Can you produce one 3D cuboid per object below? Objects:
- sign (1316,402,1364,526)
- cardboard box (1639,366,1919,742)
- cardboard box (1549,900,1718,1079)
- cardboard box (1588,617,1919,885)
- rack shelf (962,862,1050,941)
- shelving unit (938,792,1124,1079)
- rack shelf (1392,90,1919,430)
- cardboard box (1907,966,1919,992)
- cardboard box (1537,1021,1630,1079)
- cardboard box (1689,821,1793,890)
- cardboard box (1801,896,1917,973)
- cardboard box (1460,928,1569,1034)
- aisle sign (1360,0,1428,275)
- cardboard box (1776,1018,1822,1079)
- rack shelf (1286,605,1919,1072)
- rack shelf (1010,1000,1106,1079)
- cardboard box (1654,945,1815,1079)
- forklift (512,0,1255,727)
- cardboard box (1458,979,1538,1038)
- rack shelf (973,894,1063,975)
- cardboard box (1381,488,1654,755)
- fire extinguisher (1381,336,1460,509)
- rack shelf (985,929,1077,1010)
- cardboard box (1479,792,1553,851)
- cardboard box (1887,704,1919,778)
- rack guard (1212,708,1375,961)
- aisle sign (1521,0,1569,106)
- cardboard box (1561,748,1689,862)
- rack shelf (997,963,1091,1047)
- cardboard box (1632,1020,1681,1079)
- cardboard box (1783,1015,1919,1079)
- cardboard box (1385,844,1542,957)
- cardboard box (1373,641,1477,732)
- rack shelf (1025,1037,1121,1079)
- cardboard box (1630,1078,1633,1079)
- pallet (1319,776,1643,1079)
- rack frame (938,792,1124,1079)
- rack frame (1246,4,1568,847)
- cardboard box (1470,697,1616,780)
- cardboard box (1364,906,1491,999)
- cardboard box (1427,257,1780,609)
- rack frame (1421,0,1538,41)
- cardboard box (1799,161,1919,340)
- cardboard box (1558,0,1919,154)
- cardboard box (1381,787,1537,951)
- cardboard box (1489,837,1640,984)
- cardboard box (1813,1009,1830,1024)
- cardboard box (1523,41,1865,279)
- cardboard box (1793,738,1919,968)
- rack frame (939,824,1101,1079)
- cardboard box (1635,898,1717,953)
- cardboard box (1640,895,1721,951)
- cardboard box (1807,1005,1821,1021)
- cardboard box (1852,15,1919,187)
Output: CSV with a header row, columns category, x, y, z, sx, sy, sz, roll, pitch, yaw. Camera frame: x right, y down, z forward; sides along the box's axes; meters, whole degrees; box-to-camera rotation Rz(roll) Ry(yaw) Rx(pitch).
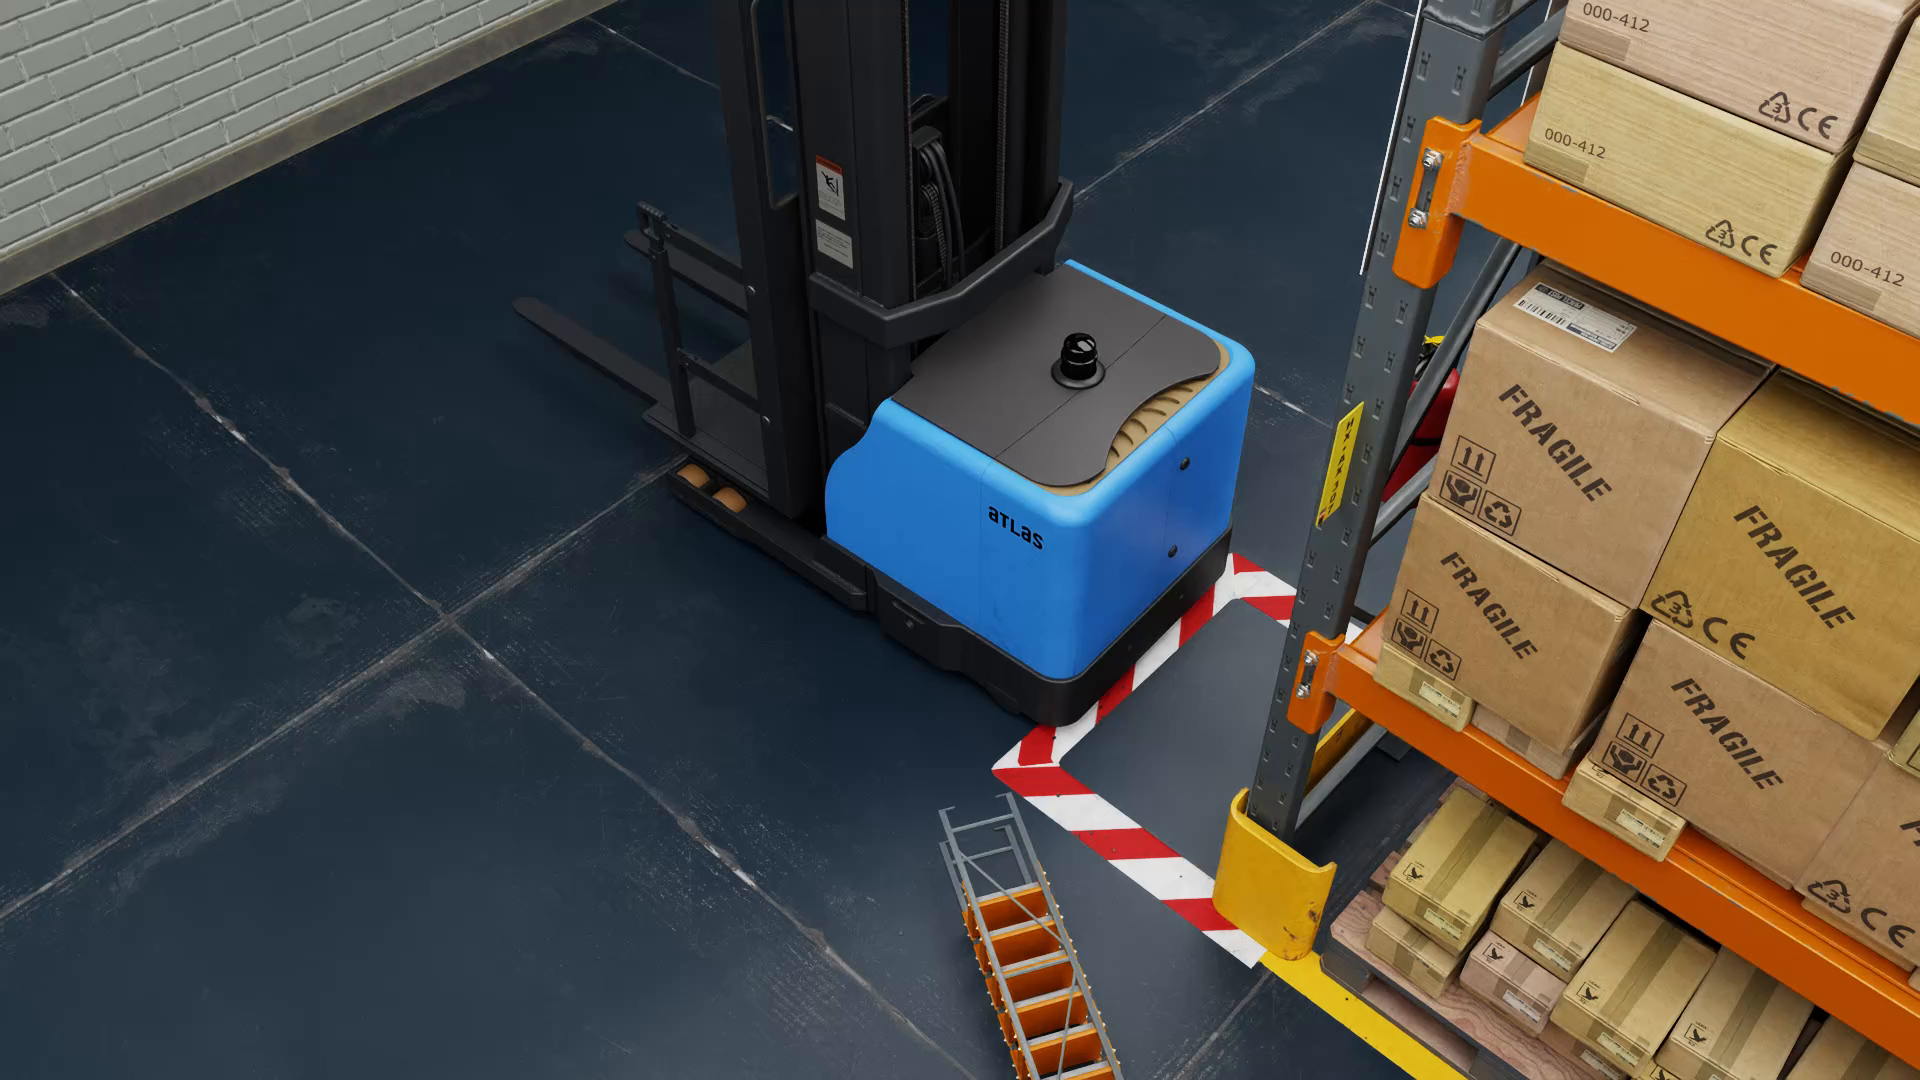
category,x,y,z,sx,sy,sz,roll,pitch,yaw
sign,0.859,-0.169,3.758,0.005,0.325,0.100,34,55,28
cardboard box,1.752,-0.032,3.264,0.500,0.500,0.500,36,56,29
cardboard box,1.764,1.171,4.353,0.250,0.149,0.380,34,55,28
cardboard box,1.780,0.321,3.618,0.500,0.500,0.500,34,55,28
rack shelf,0.139,1.104,5.081,0.258,0.180,0.103,-13,48,-12
shelving unit,0.221,1.302,4.894,0.258,0.189,1.200,-13,48,-12
rack shelf,2.696,0.045,2.587,4.000,0.370,1.077,34,55,28
cardboard box,2.247,0.862,3.555,0.250,0.149,0.380,33,55,27
cardboard box,1.830,1.303,4.636,0.250,0.149,0.380,35,56,28
cardboard box,1.902,0.578,3.822,0.380,0.149,0.250,-36,56,-29
cardboard box,2.085,0.725,3.684,0.250,0.149,0.380,33,55,27
cardboard box,1.601,1.129,4.596,0.250,0.149,0.380,34,55,28
aisle sign,0.970,-0.929,3.282,0.004,0.787,0.394,34,55,28
cardboard box,2.215,1.468,4.278,0.250,0.149,0.380,31,54,26
rack shelf,2.696,1.071,3.680,4.000,0.370,1.077,34,55,28
rack shelf,0.278,1.439,4.766,0.258,0.180,0.103,-13,48,-12
cardboard box,2.002,1.249,4.279,0.250,0.149,0.380,31,54,26
forklift,-0.481,-1.300,5.460,3.031,2.935,1.130,32,54,26
cardboard box,1.643,1.184,4.748,0.250,0.149,0.380,34,55,28
rack shelf,0.174,1.188,5.002,0.258,0.180,0.103,-13,48,-12
cardboard box,1.369,0.070,3.854,0.500,0.500,0.500,-36,56,-29
fire extinguisher,1.355,-0.382,4.859,0.183,0.674,0.296,34,55,28
rack shelf,0.208,1.271,4.924,0.258,0.180,0.103,-13,48,-12
cardboard box,1.755,0.817,5.093,0.250,0.149,0.380,35,56,28
cardboard box,2.119,0.237,3.011,0.500,0.500,0.500,33,55,27
rack guard,1.283,0.729,5.222,0.348,0.500,1.175,34,55,28
aisle sign,1.377,-1.251,3.583,0.004,0.787,0.394,34,55,28
cardboard box,1.619,0.523,3.873,0.250,0.149,0.380,32,55,27
rack shelf,0.243,1.355,4.845,0.258,0.180,0.103,-13,48,-12
cardboard box,1.955,1.387,4.353,0.250,0.149,0.380,36,56,29
cardboard box,2.200,1.391,4.146,0.250,0.149,0.380,36,56,29
cardboard box,1.438,0.963,4.752,0.380,0.149,0.250,-36,56,-29
cardboard box,1.242,0.258,4.123,0.250,0.149,0.380,34,55,27
rack shelf,0.313,1.522,4.688,0.258,0.180,0.103,-13,48,-12
cardboard box,1.943,1.489,4.462,0.250,0.149,0.380,35,56,28
pallet,1.856,1.249,4.933,1.213,0.211,1.003,34,55,28
rack frame,0.221,1.240,4.828,0.240,0.006,1.200,-13,48,-12
rack frame,1.227,-0.164,4.346,0.127,3.000,1.000,34,55,28
cardboard box,1.458,0.362,4.025,0.250,0.149,0.380,36,56,29
cardboard box,1.395,1.099,4.828,0.250,0.149,0.380,35,56,28
cardboard box,1.377,-0.278,3.495,0.500,0.500,0.500,34,55,27
rack frame,1.227,-2.217,2.159,0.127,3.000,1.000,34,55,28
cardboard box,1.767,-0.518,2.724,0.500,0.250,0.500,36,56,29
cardboard box,1.380,-0.949,2.786,0.500,0.250,0.500,35,56,28
cardboard box,1.381,0.906,4.601,0.250,0.149,0.380,32,54,26
cardboard box,1.666,0.978,4.534,0.250,0.149,0.380,35,56,28
cardboard box,2.569,1.274,4.664,0.250,0.149,0.380,32,54,26
cardboard box,1.383,-0.780,2.970,0.500,0.250,0.500,36,56,29
cardboard box,2.131,0.570,3.385,0.500,0.500,0.500,35,56,28
rack frame,0.221,1.365,4.961,0.240,0.006,1.200,-13,48,-12
cardboard box,1.840,1.202,4.527,0.250,0.149,0.380,35,56,28
cardboard box,2.148,1.066,4.859,0.250,0.149,0.380,34,55,28
cardboard box,2.319,1.119,4.606,0.250,0.149,0.380,33,55,27
cardboard box,1.757,-0.697,2.549,0.500,0.250,0.500,33,55,27
